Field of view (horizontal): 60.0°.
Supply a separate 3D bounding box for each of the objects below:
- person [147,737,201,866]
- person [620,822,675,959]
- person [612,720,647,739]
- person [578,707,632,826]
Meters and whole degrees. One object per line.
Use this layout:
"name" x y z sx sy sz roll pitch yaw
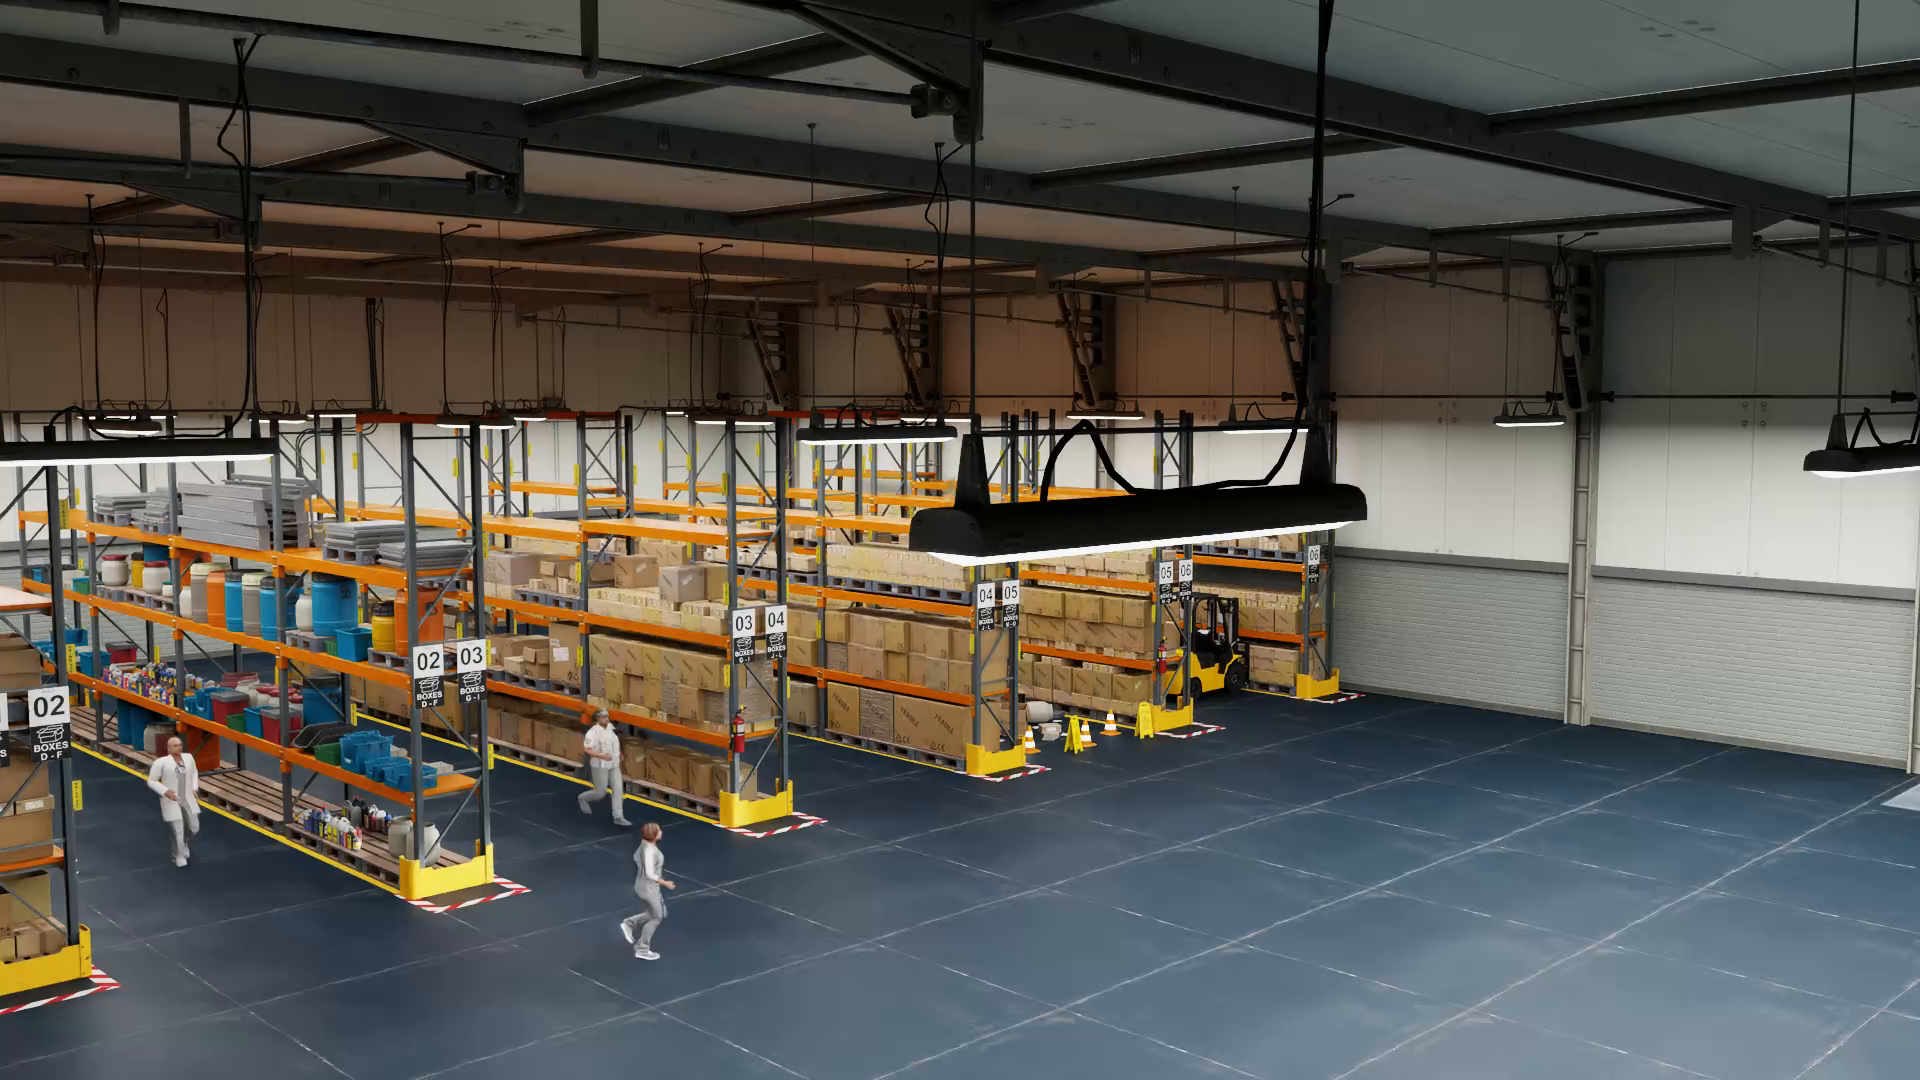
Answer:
"person" -10.540 3.518 22.381 0.630 1.743 0.716 4 7 41
"person" -3.525 3.939 18.723 0.608 1.564 0.561 -1 5 -14
"person" -6.137 2.799 30.795 0.845 1.771 0.605 4 7 40
"person" -5.235 3.318 24.577 0.992 1.747 0.678 4 6 38
